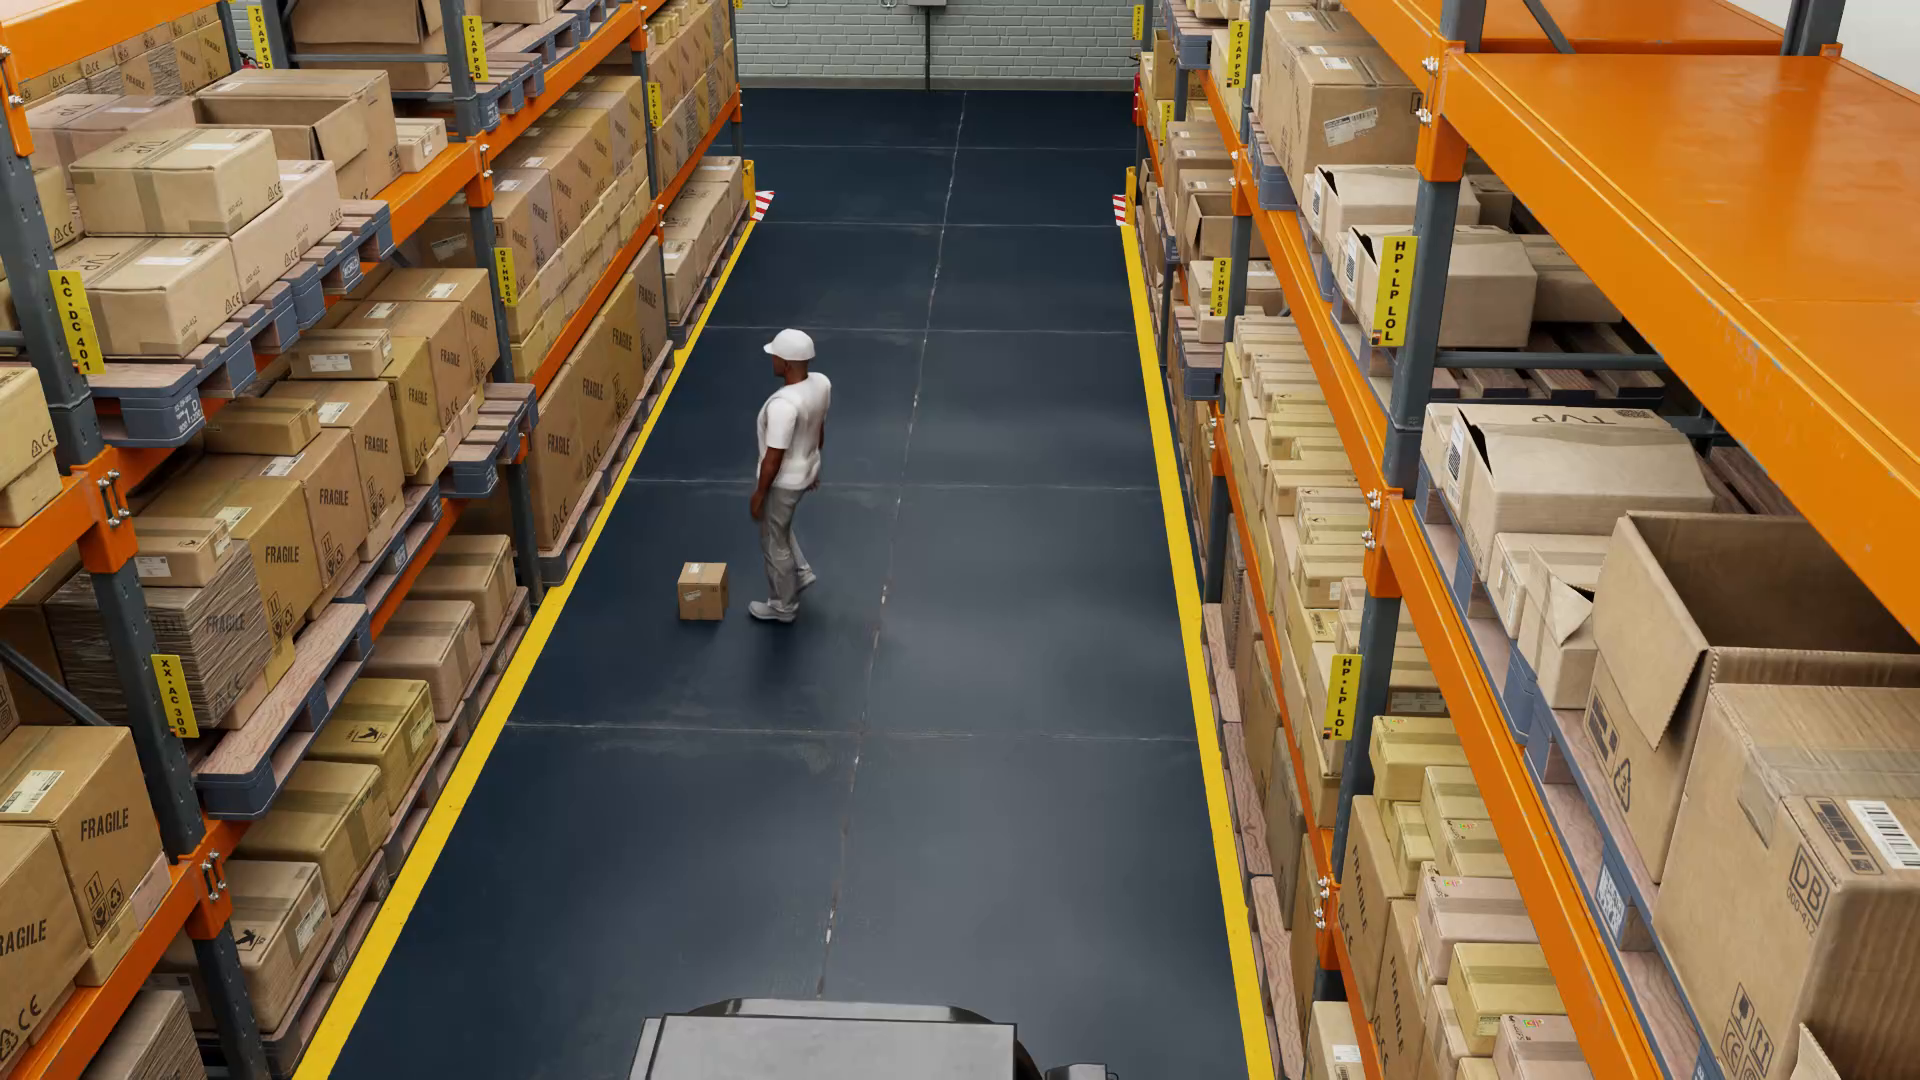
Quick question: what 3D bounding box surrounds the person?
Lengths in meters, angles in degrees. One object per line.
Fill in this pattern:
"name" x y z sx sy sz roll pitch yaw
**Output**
"person" -1.028 -0.367 9.494 0.516 1.763 0.607 9 29 16
